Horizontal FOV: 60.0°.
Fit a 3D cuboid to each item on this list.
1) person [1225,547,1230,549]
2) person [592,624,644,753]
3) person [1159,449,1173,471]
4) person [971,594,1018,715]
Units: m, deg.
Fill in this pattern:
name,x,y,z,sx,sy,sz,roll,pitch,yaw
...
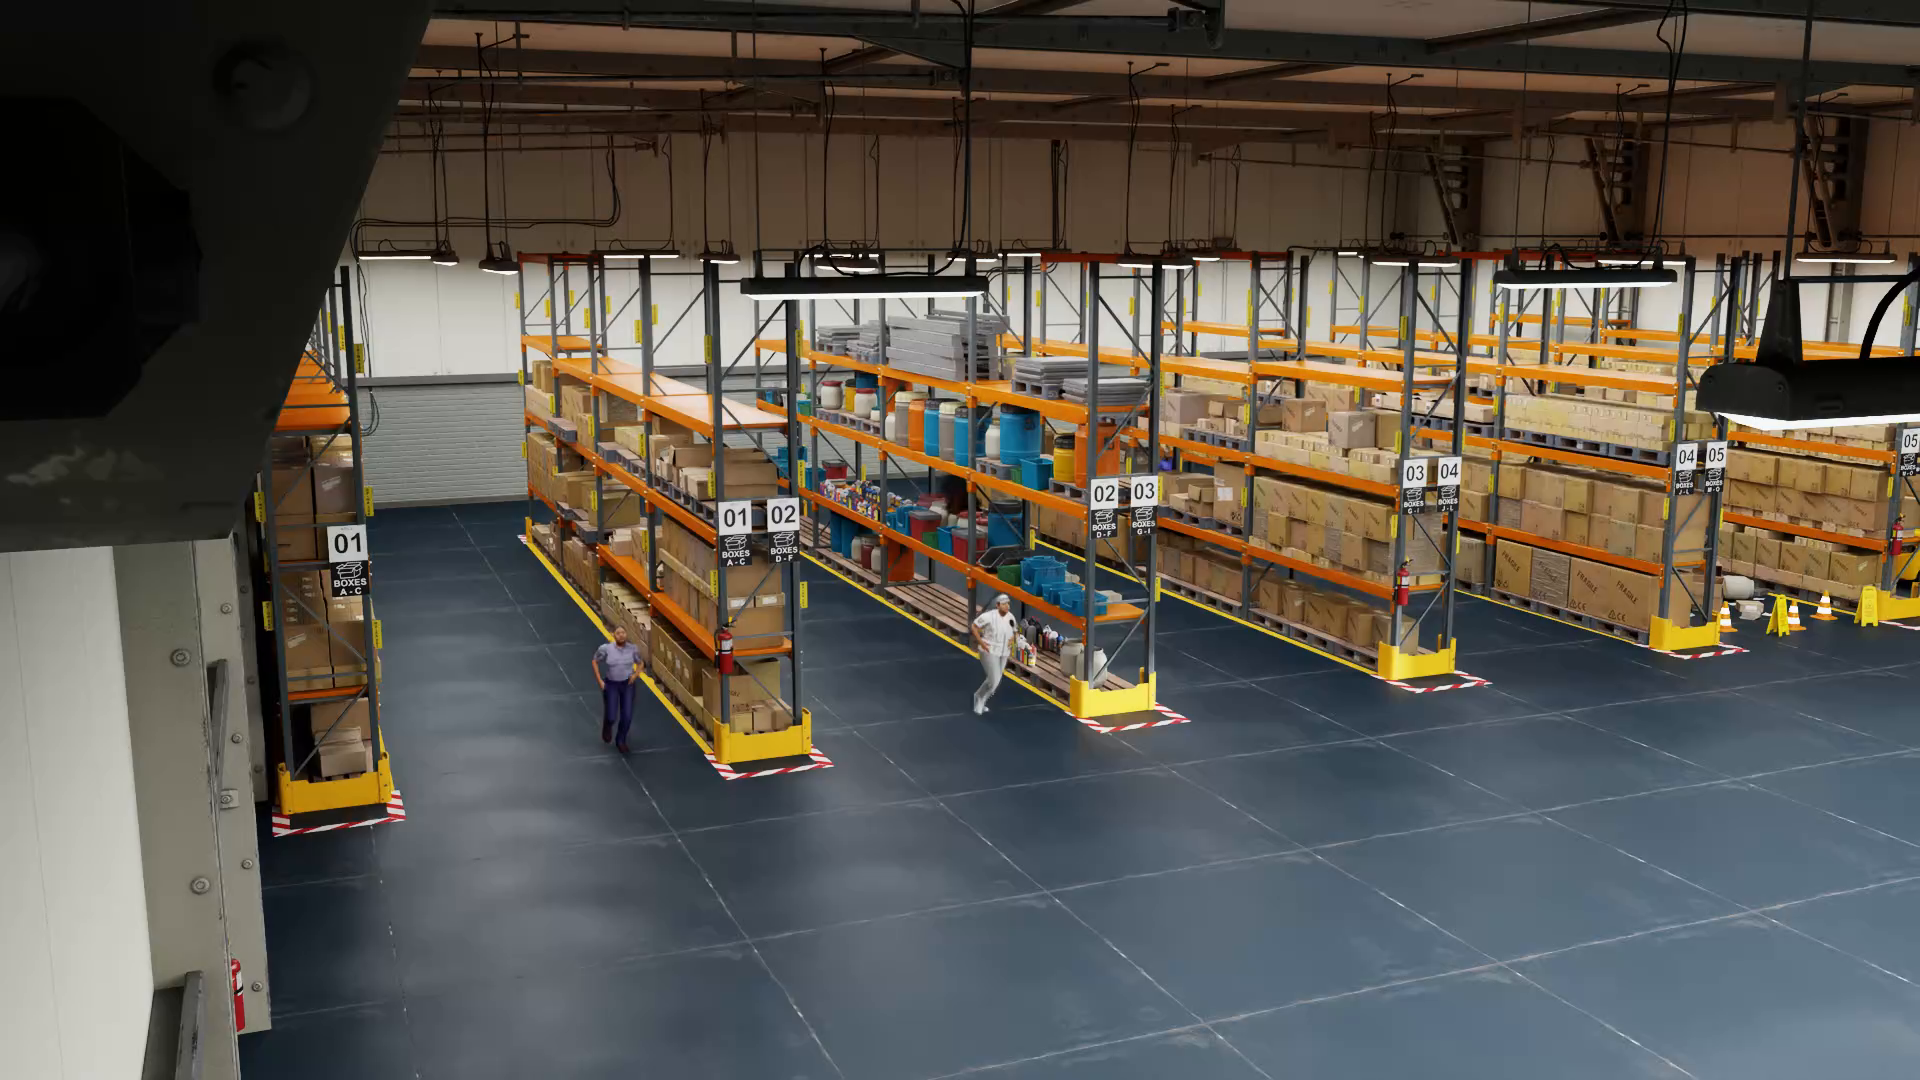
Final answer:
name,x,y,z,sx,sy,sz,roll,pitch,yaw
person,5.537,-0.611,33.808,0.556,1.626,0.520,-4,11,-23
person,-4.212,1.835,20.589,0.635,1.606,0.533,-3,11,-18
person,4.618,-1.214,37.191,0.592,1.648,0.901,-3,11,-14
person,0.487,1.524,22.221,0.612,1.633,0.596,-7,13,-35
